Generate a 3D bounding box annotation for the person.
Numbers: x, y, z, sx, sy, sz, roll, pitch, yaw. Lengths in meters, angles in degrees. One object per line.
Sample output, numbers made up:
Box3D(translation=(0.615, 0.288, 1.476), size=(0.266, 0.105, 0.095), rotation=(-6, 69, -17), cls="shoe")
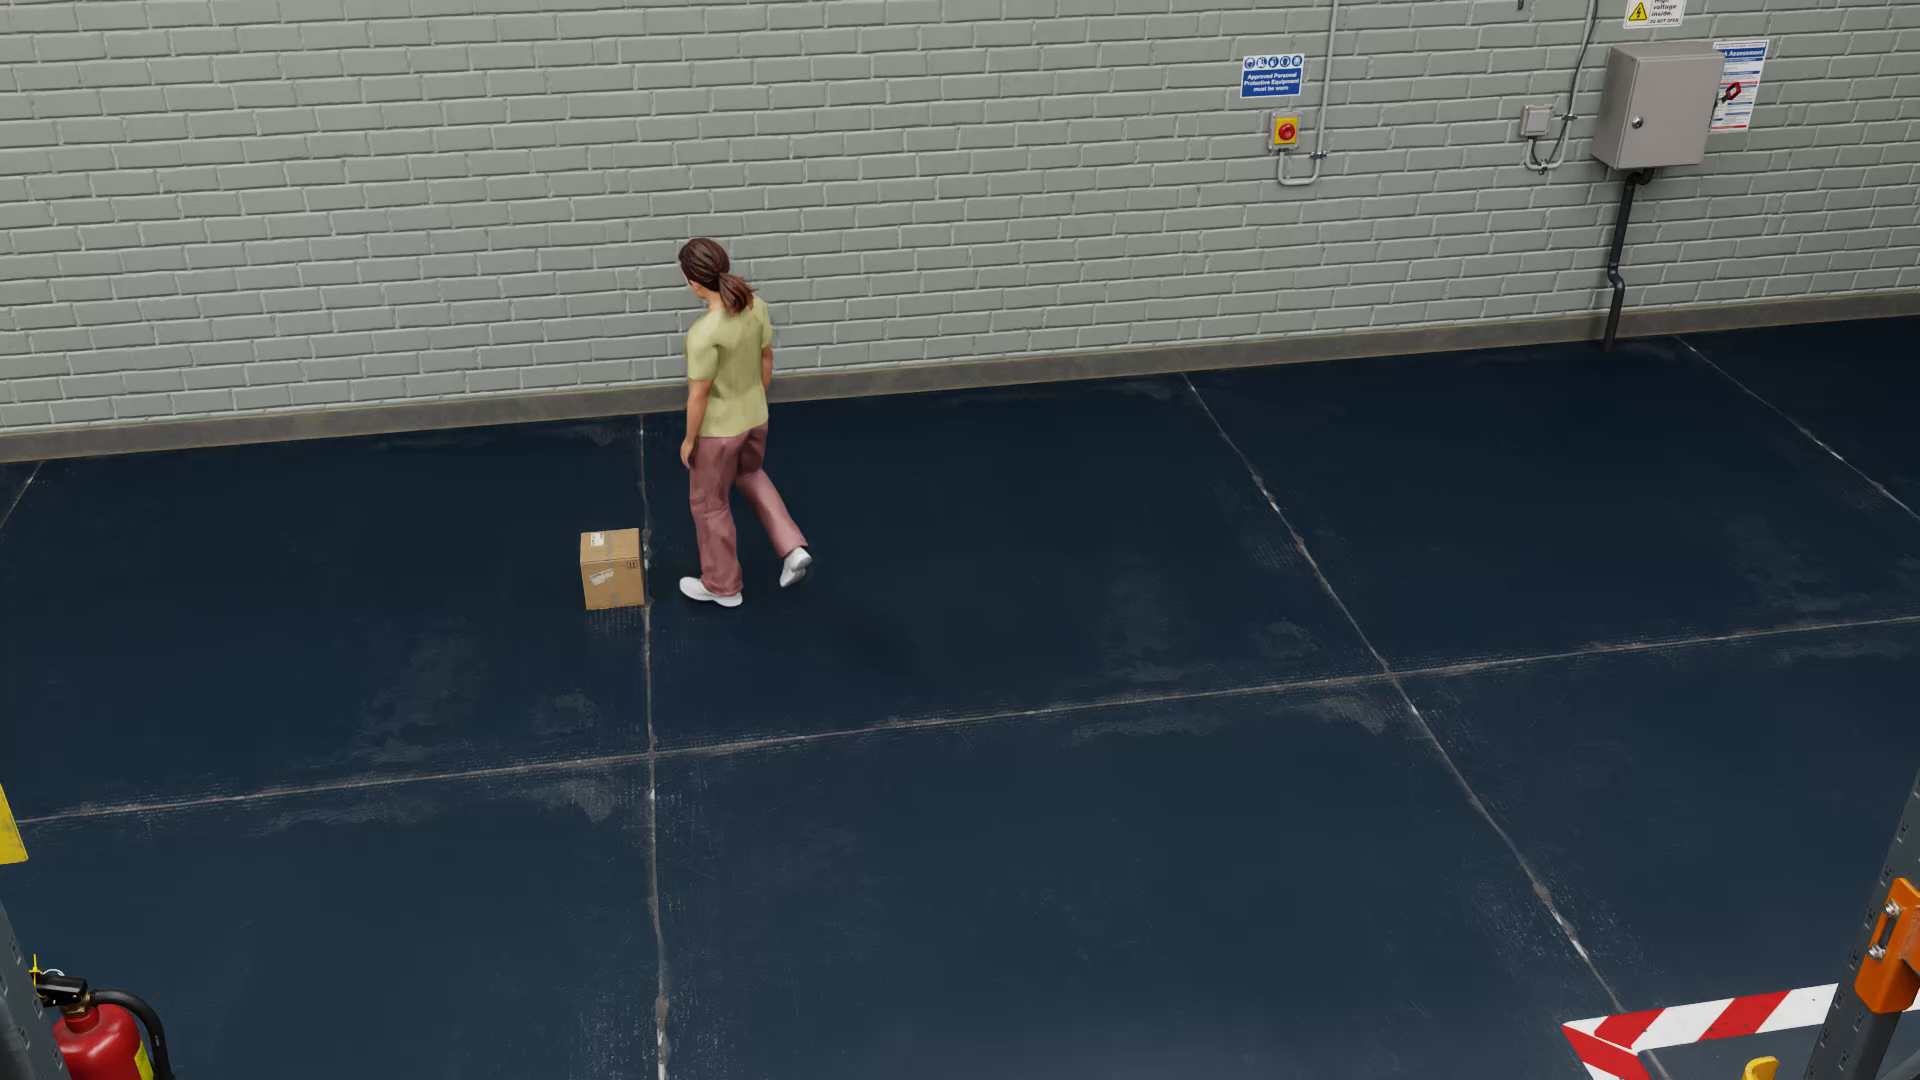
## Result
Box3D(translation=(-0.933, -0.467, 6.882), size=(0.562, 1.665, 0.504), rotation=(20, 36, 30), cls="person")
